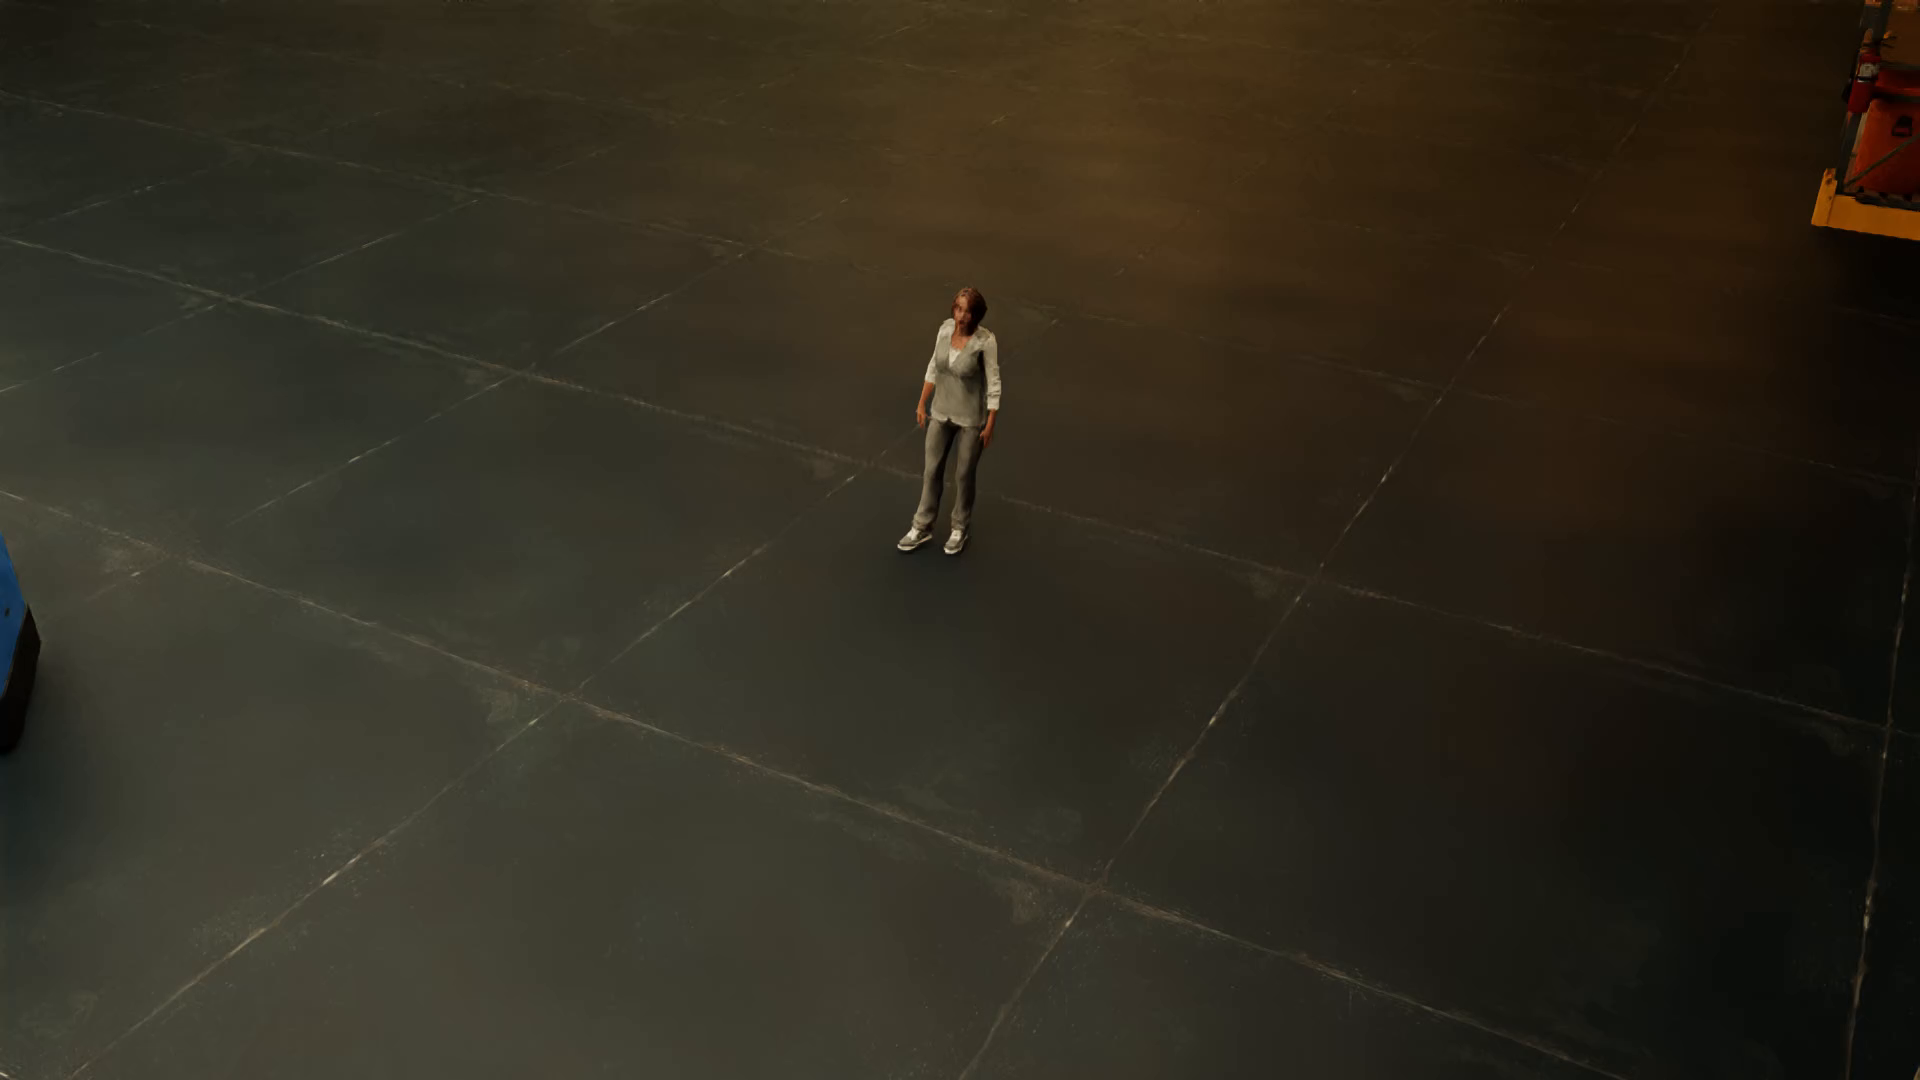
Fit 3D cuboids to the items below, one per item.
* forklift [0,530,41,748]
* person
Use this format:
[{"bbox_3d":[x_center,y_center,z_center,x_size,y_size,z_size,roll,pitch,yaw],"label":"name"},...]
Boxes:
[{"bbox_3d":[-6.209,-0.203,7.422,3.031,2.935,1.130,-10,31,-17],"label":"forklift"},{"bbox_3d":[-0.048,-0.669,9.550,0.521,1.597,0.474,15,33,25],"label":"person"}]
